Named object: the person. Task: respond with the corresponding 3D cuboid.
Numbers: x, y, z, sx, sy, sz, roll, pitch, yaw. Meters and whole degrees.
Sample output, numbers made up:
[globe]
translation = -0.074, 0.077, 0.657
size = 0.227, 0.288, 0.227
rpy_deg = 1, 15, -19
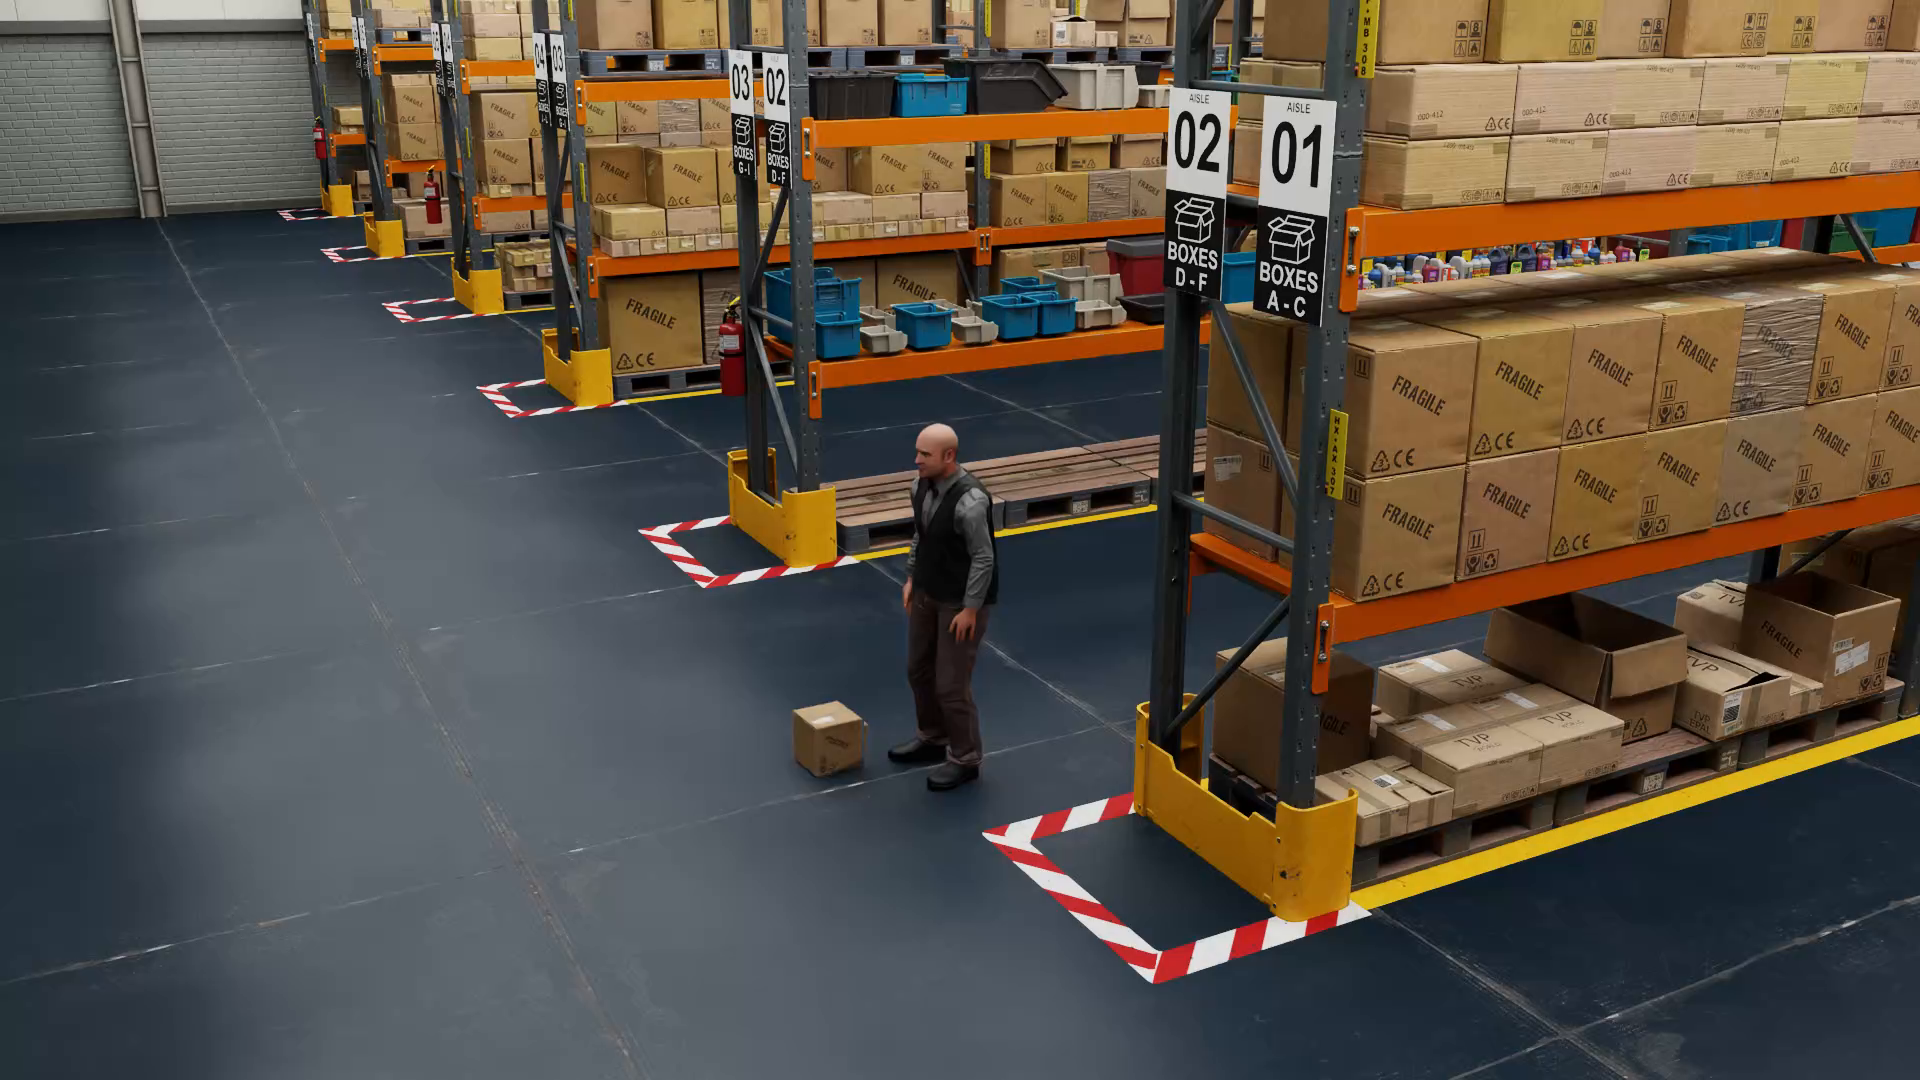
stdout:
[person]
translation = -0.058, 0.335, 7.750
size = 0.397, 1.616, 0.571
rpy_deg = -11, 21, -31
